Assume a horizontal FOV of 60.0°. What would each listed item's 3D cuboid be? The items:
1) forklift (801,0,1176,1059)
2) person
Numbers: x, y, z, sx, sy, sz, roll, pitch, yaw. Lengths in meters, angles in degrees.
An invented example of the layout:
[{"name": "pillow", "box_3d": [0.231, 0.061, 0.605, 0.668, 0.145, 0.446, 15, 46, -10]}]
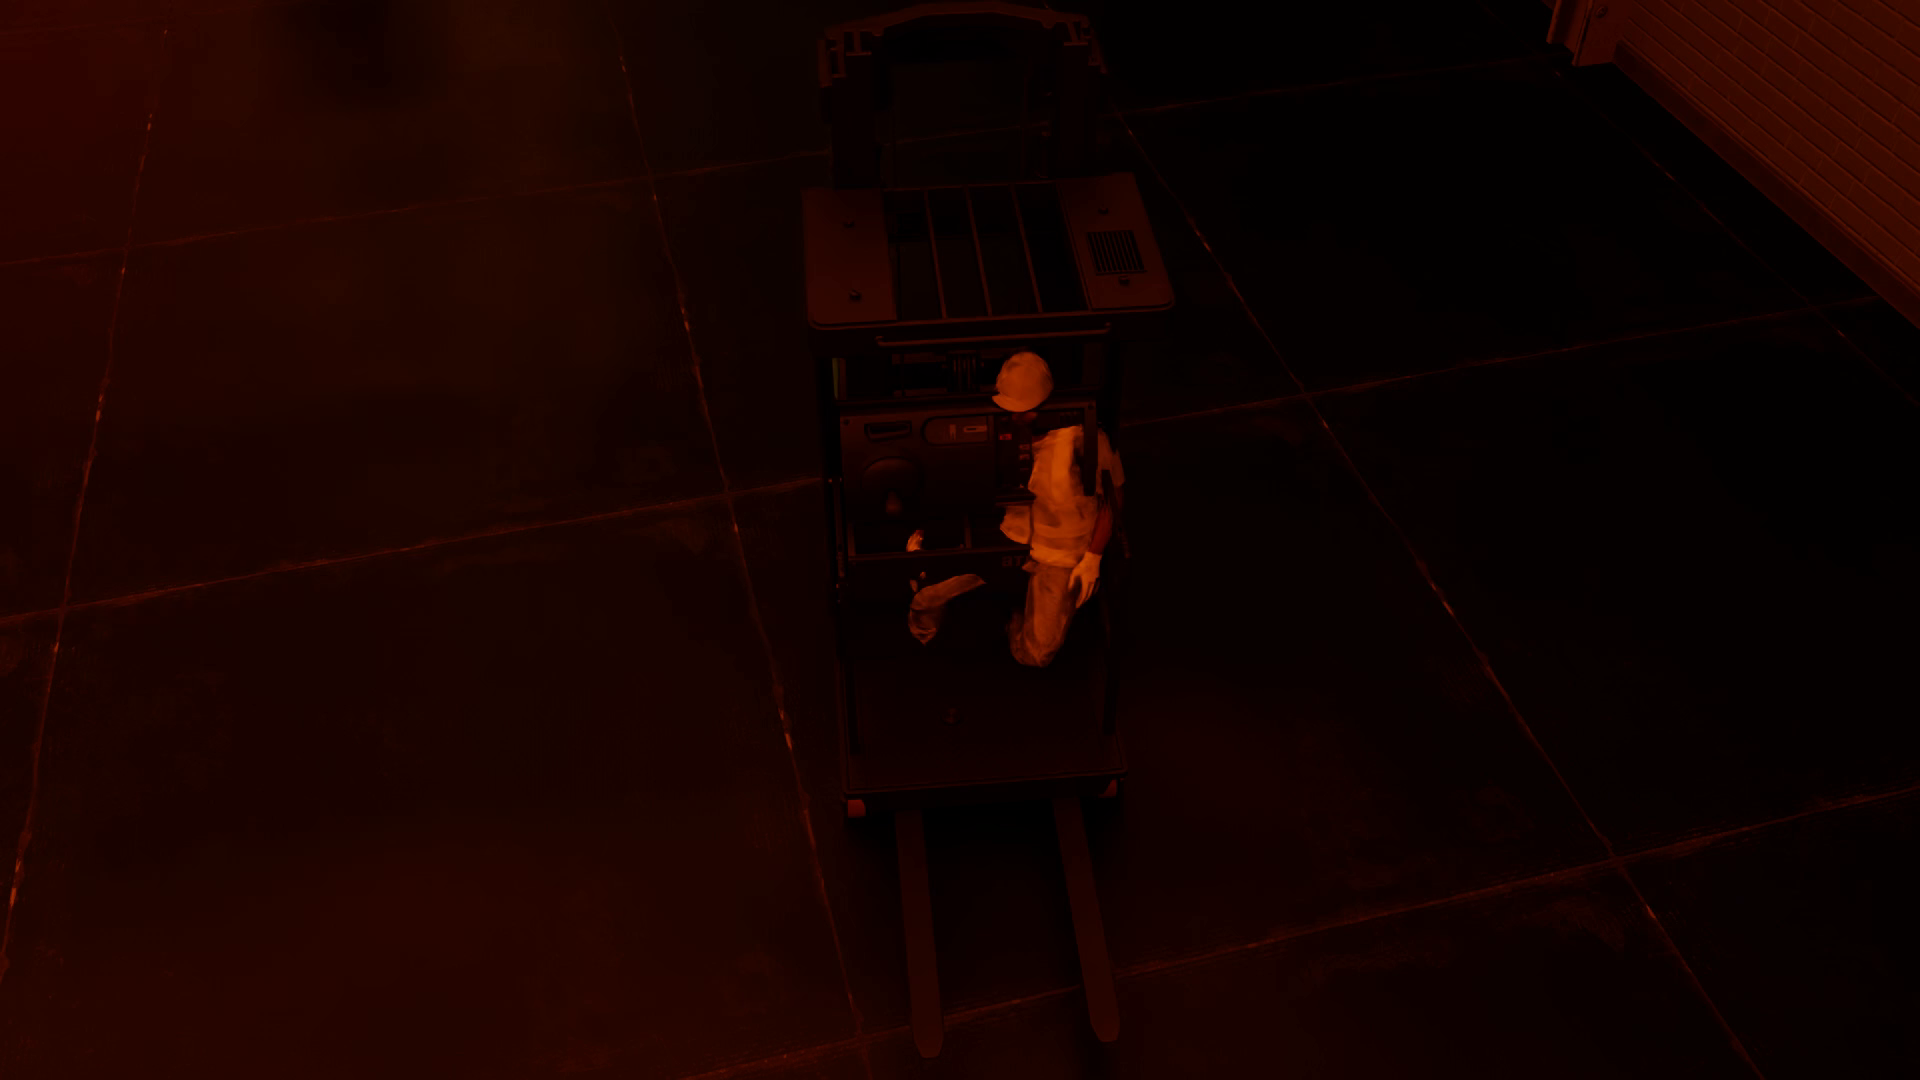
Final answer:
[{"name": "forklift", "box_3d": [0.057, -0.212, 5.870, 1.130, 2.935, 3.031, -4, 44, -4]}, {"name": "person", "box_3d": [0.158, -0.007, 6.356, 0.819, 1.514, 0.721, 23, 48, 22]}]
